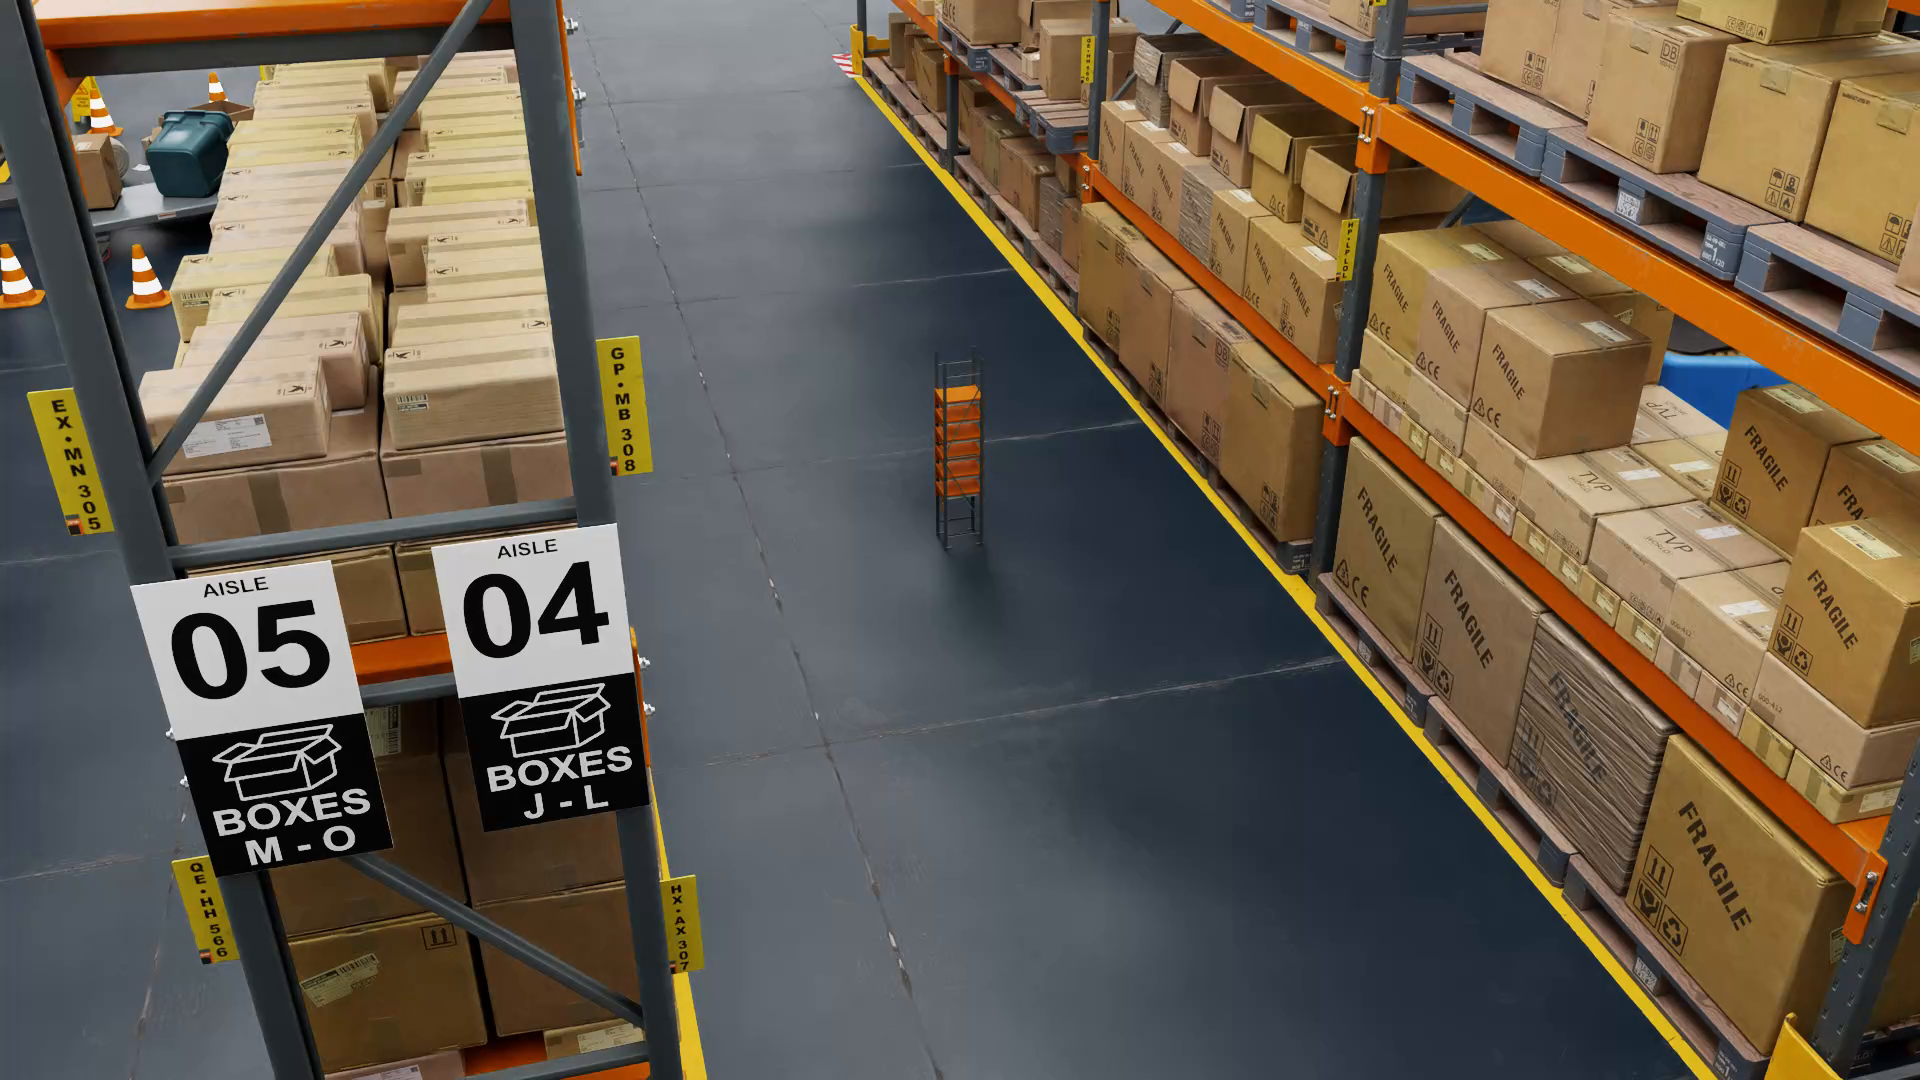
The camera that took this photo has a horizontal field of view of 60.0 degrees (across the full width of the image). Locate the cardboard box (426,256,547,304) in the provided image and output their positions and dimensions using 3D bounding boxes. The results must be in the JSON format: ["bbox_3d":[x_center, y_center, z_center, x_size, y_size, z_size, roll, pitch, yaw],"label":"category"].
[{"bbox_3d":[-1.175,-0.614,4.306,0.380,0.149,0.250,-8,31,-13],"label":"cardboard box"}]

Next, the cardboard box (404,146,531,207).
[{"bbox_3d":[-1.506,-1.102,5.149,0.380,0.149,0.250,-7,31,-12],"label":"cardboard box"}]

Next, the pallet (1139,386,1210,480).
[{"bbox_3d":[1.886,-0.828,11.200,1.003,0.211,1.213,-8,31,-13],"label":"pallet"}]

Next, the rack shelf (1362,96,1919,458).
[{"bbox_3d":[3.022,-1.102,6.615,1.077,0.370,4.000,-8,31,-13],"label":"rack shelf"}]

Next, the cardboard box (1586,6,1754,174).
[{"bbox_3d":[2.897,-1.746,6.391,0.700,0.500,0.500,-7,31,-11],"label":"cardboard box"}]

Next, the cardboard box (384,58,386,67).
[{"bbox_3d":[-2.474,-1.920,6.563,0.380,0.149,0.250,-8,31,-14],"label":"cardboard box"}]

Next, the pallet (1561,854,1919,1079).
[{"bbox_3d":[3.265,1.682,6.865,1.003,0.211,1.213,-8,31,-13],"label":"pallet"}]

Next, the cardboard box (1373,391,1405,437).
[{"bbox_3d":[2.319,-0.659,8.376,0.380,0.149,0.250,-9,31,-15],"label":"cardboard box"}]

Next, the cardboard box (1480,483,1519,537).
[{"bbox_3d":[2.593,-0.160,7.514,0.380,0.149,0.250,-7,31,-13],"label":"cardboard box"}]

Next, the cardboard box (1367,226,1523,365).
[{"bbox_3d":[2.372,-1.205,8.172,0.500,0.500,0.500,-8,31,-13],"label":"cardboard box"}]

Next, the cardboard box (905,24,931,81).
[{"bbox_3d":[-0.353,-5.389,18.374,0.500,0.500,0.500,0,30,0],"label":"cardboard box"}]

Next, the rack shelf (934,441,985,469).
[{"bbox_3d":[-0.004,-0.488,9.715,0.258,0.103,0.180,-8,31,-13],"label":"rack shelf"}]

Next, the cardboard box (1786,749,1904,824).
[{"bbox_3d":[3.141,0.831,5.802,0.380,0.149,0.250,-7,31,-12],"label":"cardboard box"}]

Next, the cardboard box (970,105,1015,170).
[{"bbox_3d":[0.510,-3.755,15.529,0.700,0.500,0.500,-10,32,-17],"label":"cardboard box"}]

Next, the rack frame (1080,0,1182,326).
[{"bbox_3d":[1.429,-3.013,12.193,1.000,3.000,0.127,-8,31,-13],"label":"rack frame"}]

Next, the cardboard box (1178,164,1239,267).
[{"bbox_3d":[1.705,-2.048,10.426,0.500,0.500,0.500,-8,31,-13],"label":"cardboard box"}]

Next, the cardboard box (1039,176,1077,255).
[{"bbox_3d":[1.073,-2.709,13.723,0.700,0.500,0.500,-10,32,-17],"label":"cardboard box"}]

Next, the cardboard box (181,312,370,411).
[{"bbox_3d":[-1.619,-0.412,3.957,0.380,0.149,0.250,-7,31,-13],"label":"cardboard box"}]

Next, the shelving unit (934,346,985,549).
[{"bbox_3d":[-0.004,-0.526,9.693,0.258,1.200,0.189,-8,31,-13],"label":"shelving unit"}]

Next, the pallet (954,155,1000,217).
[{"bbox_3d":[0.576,-3.363,15.580,1.003,0.211,1.213,-8,31,-13],"label":"pallet"}]

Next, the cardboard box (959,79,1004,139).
[{"bbox_3d":[0.300,-4.244,16.395,0.500,0.500,0.500,-9,31,-15],"label":"cardboard box"}]

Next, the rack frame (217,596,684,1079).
[{"bbox_3d":[-1.256,1.461,4.463,1.000,3.000,0.127,-8,31,-13],"label":"rack frame"}]

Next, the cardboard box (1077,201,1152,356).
[{"bbox_3d":[1.593,-1.940,12.039,1.225,0.875,0.875,-9,31,-16],"label":"cardboard box"}]

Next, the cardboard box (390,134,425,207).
[{"bbox_3d":[-1.680,-1.227,5.764,0.500,0.250,0.500,-7,31,-11],"label":"cardboard box"}]

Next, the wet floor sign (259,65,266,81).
[{"bbox_3d":[-7.420,-4.998,17.973,0.267,0.644,0.232,-13,33,-22],"label":"wet floor sign"}]

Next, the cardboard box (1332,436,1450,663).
[{"bbox_3d":[2.589,-0.014,8.713,0.875,0.875,0.875,-8,31,-13],"label":"cardboard box"}]

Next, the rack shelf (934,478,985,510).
[{"bbox_3d":[-0.004,-0.280,9.835,0.258,0.103,0.180,-8,31,-13],"label":"rack shelf"}]

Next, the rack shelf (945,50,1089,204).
[{"bbox_3d":[0.899,-3.668,14.042,1.077,0.370,4.000,-8,31,-13],"label":"rack shelf"}]

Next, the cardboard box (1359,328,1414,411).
[{"bbox_3d":[2.363,-0.884,8.366,0.500,0.250,0.500,-8,31,-14],"label":"cardboard box"}]

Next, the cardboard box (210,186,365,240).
[{"bbox_3d":[-1.937,-0.905,4.809,0.380,0.149,0.250,-7,31,-12],"label":"cardboard box"}]

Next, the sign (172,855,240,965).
[{"bbox_3d":[-1.796,0.887,3.983,0.100,0.325,0.005,-8,31,-13],"label":"sign"}]

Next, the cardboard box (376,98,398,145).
[{"bbox_3d":[-2.294,-1.415,6.087,0.500,0.250,0.500,-8,31,-13],"label":"cardboard box"}]

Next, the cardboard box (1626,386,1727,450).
[{"bbox_3d":[3.137,-0.471,7.653,0.500,0.250,0.500,-7,31,-12],"label":"cardboard box"}]

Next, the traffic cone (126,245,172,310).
[{"bbox_3d":[-6.467,-2.110,13.164,0.336,0.463,0.334,-8,31,-13],"label":"traffic cone"}]

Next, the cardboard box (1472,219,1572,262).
[{"bbox_3d":[2.871,-1.283,8.308,0.500,0.500,0.500,-7,31,-12],"label":"cardboard box"}]

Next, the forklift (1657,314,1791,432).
[{"bbox_3d":[4.648,-2.127,10.731,1.130,2.935,3.031,1,30,2],"label":"forklift"}]

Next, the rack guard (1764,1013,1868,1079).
[{"bbox_3d":[3.559,1.944,6.124,1.175,0.500,0.348,-8,31,-13],"label":"rack guard"}]

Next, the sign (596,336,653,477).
[{"bbox_3d":[-0.733,-0.288,3.617,0.100,0.325,0.005,-8,31,-13],"label":"sign"}]

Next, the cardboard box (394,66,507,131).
[{"bbox_3d":[-1.830,-1.597,6.004,0.380,0.149,0.250,-7,31,-12],"label":"cardboard box"}]

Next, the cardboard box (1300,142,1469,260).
[{"bbox_3d":[2.314,-1.866,9.110,0.797,0.503,0.637,-9,31,-15],"label":"cardboard box"}]

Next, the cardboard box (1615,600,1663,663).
[{"bbox_3d":[2.868,0.338,6.654,0.380,0.149,0.250,-9,31,-14],"label":"cardboard box"}]

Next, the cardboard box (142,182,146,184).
[{"bbox_3d":[-7.334,-3.123,15.112,0.396,0.266,0.258,19,35,29],"label":"cardboard box"}]

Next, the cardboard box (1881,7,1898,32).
[{"bbox_3d":[10.098,-5.843,18.658,0.500,0.500,0.500,-8,31,-13],"label":"cardboard box"}]

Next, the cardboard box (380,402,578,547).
[{"bbox_3d":[-1.125,-0.240,4.058,0.500,0.250,0.500,-7,31,-12],"label":"cardboard box"}]

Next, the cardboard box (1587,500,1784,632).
[{"bbox_3d":[2.899,0.097,6.672,0.500,0.250,0.500,-9,31,-15],"label":"cardboard box"}]

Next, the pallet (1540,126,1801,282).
[{"bbox_3d":[3.018,-1.357,6.425,1.003,0.211,1.213,-8,31,-13],"label":"pallet"}]

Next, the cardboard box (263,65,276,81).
[{"bbox_3d":[-2.434,-1.784,6.328,0.380,0.149,0.250,-9,31,-15],"label":"cardboard box"}]

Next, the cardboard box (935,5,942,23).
[{"bbox_3d":[-0.030,-5.023,15.916,0.380,0.149,0.250,-8,31,-13],"label":"cardboard box"}]

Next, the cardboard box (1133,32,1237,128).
[{"bbox_3d":[1.608,-3.136,11.303,0.797,0.503,0.637,-7,31,-12],"label":"cardboard box"}]

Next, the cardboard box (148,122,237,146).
[{"bbox_3d":[-7.085,-3.576,15.521,0.797,0.637,0.503,-8,31,-13],"label":"cardboard box"}]

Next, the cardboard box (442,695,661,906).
[{"bbox_3d":[-1.119,0.604,4.548,0.500,0.500,0.500,-8,31,-14],"label":"cardboard box"}]

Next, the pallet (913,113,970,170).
[{"bbox_3d":[0.155,-4.058,16.782,1.003,0.211,1.213,-8,31,-13],"label":"pallet"}]

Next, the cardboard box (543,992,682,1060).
[{"bbox_3d":[-1.026,1.370,4.871,0.380,0.149,0.250,-8,31,-14],"label":"cardboard box"}]

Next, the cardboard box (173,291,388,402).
[{"bbox_3d":[-1.761,-0.424,4.376,0.500,0.250,0.500,-9,31,-15],"label":"cardboard box"}]

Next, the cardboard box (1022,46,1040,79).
[{"bbox_3d":[0.726,-3.907,13.451,0.396,0.266,0.258,-9,31,-15],"label":"cardboard box"}]

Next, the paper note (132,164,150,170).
[{"bbox_3d":[-7.998,-3.648,16.264,0.148,0.019,0.142,2,30,4],"label":"paper note"}]
